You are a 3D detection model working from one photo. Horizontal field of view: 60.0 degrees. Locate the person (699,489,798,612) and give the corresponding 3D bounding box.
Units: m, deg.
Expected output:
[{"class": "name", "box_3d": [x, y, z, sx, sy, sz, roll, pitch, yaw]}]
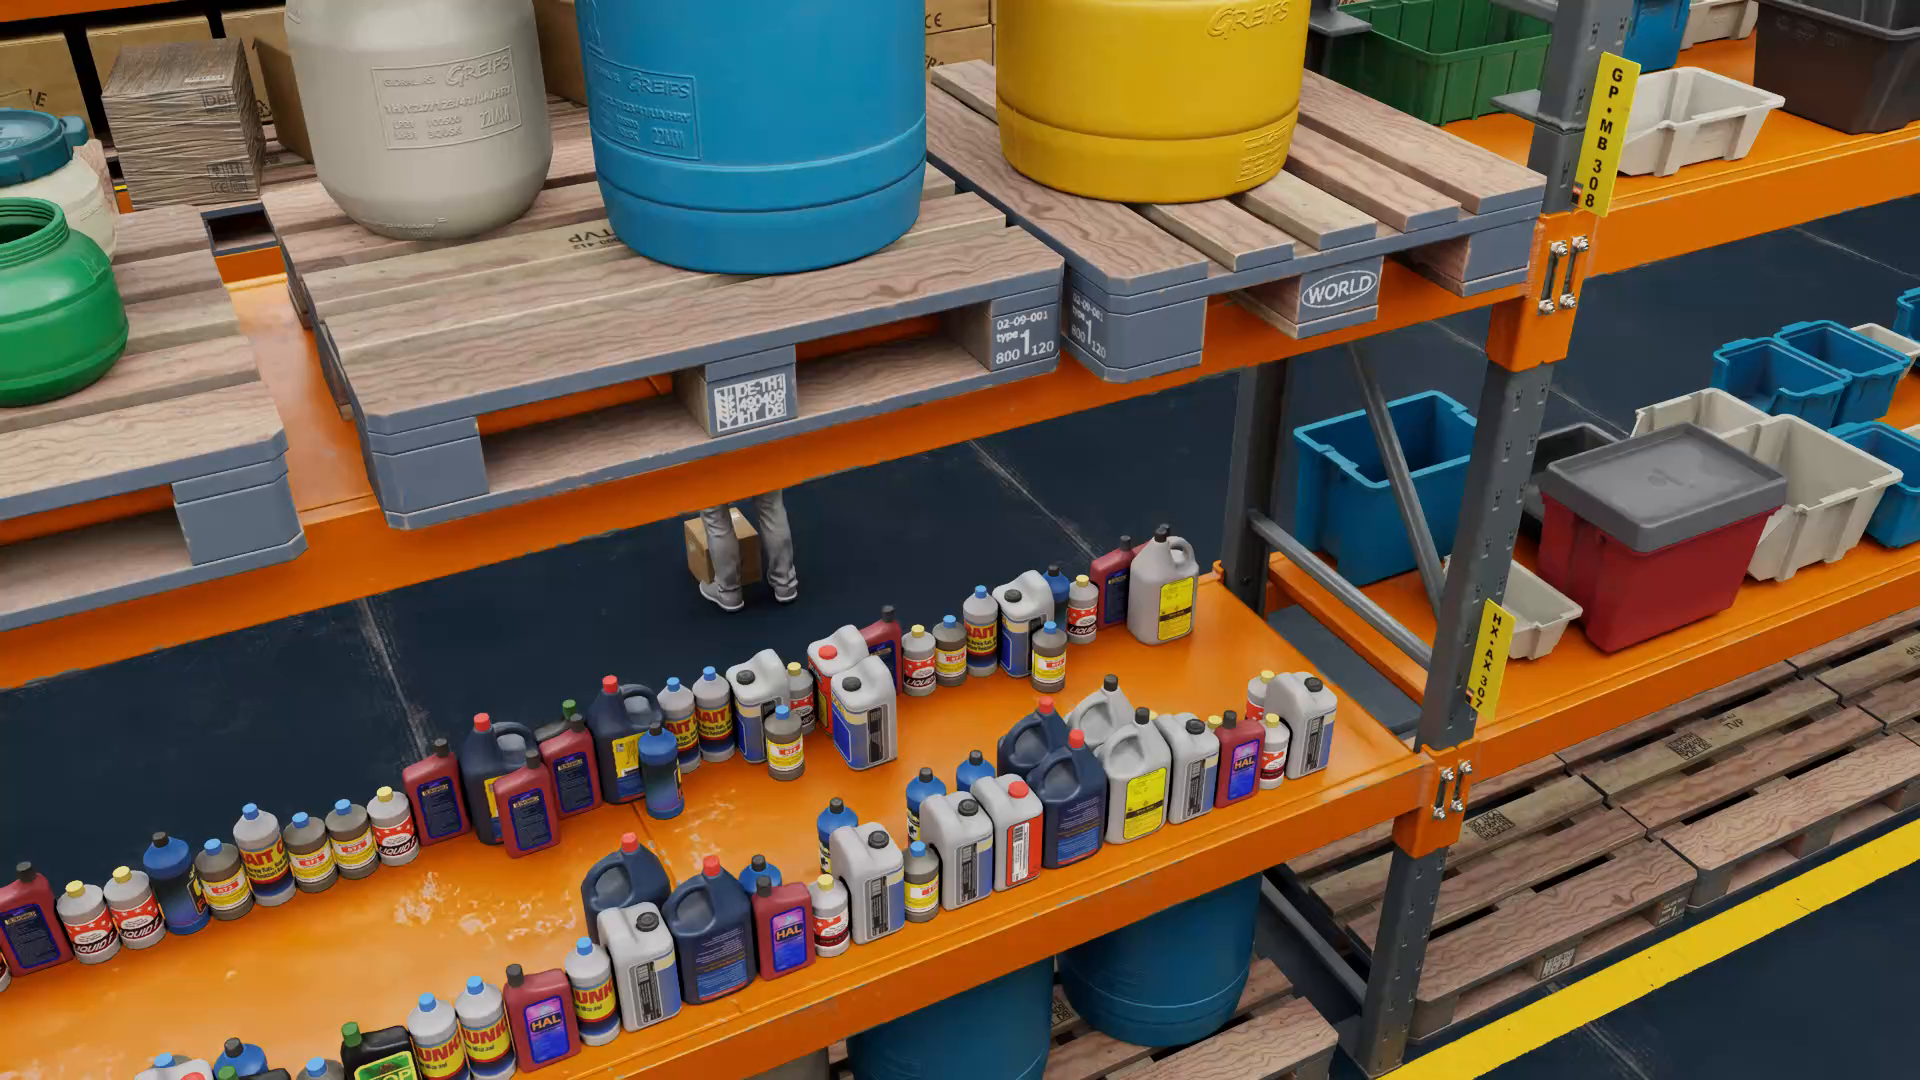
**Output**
[{"class": "person", "box_3d": [-0.941, -0.433, 6.799, 0.536, 1.662, 0.415, -18, 37, -26]}]
